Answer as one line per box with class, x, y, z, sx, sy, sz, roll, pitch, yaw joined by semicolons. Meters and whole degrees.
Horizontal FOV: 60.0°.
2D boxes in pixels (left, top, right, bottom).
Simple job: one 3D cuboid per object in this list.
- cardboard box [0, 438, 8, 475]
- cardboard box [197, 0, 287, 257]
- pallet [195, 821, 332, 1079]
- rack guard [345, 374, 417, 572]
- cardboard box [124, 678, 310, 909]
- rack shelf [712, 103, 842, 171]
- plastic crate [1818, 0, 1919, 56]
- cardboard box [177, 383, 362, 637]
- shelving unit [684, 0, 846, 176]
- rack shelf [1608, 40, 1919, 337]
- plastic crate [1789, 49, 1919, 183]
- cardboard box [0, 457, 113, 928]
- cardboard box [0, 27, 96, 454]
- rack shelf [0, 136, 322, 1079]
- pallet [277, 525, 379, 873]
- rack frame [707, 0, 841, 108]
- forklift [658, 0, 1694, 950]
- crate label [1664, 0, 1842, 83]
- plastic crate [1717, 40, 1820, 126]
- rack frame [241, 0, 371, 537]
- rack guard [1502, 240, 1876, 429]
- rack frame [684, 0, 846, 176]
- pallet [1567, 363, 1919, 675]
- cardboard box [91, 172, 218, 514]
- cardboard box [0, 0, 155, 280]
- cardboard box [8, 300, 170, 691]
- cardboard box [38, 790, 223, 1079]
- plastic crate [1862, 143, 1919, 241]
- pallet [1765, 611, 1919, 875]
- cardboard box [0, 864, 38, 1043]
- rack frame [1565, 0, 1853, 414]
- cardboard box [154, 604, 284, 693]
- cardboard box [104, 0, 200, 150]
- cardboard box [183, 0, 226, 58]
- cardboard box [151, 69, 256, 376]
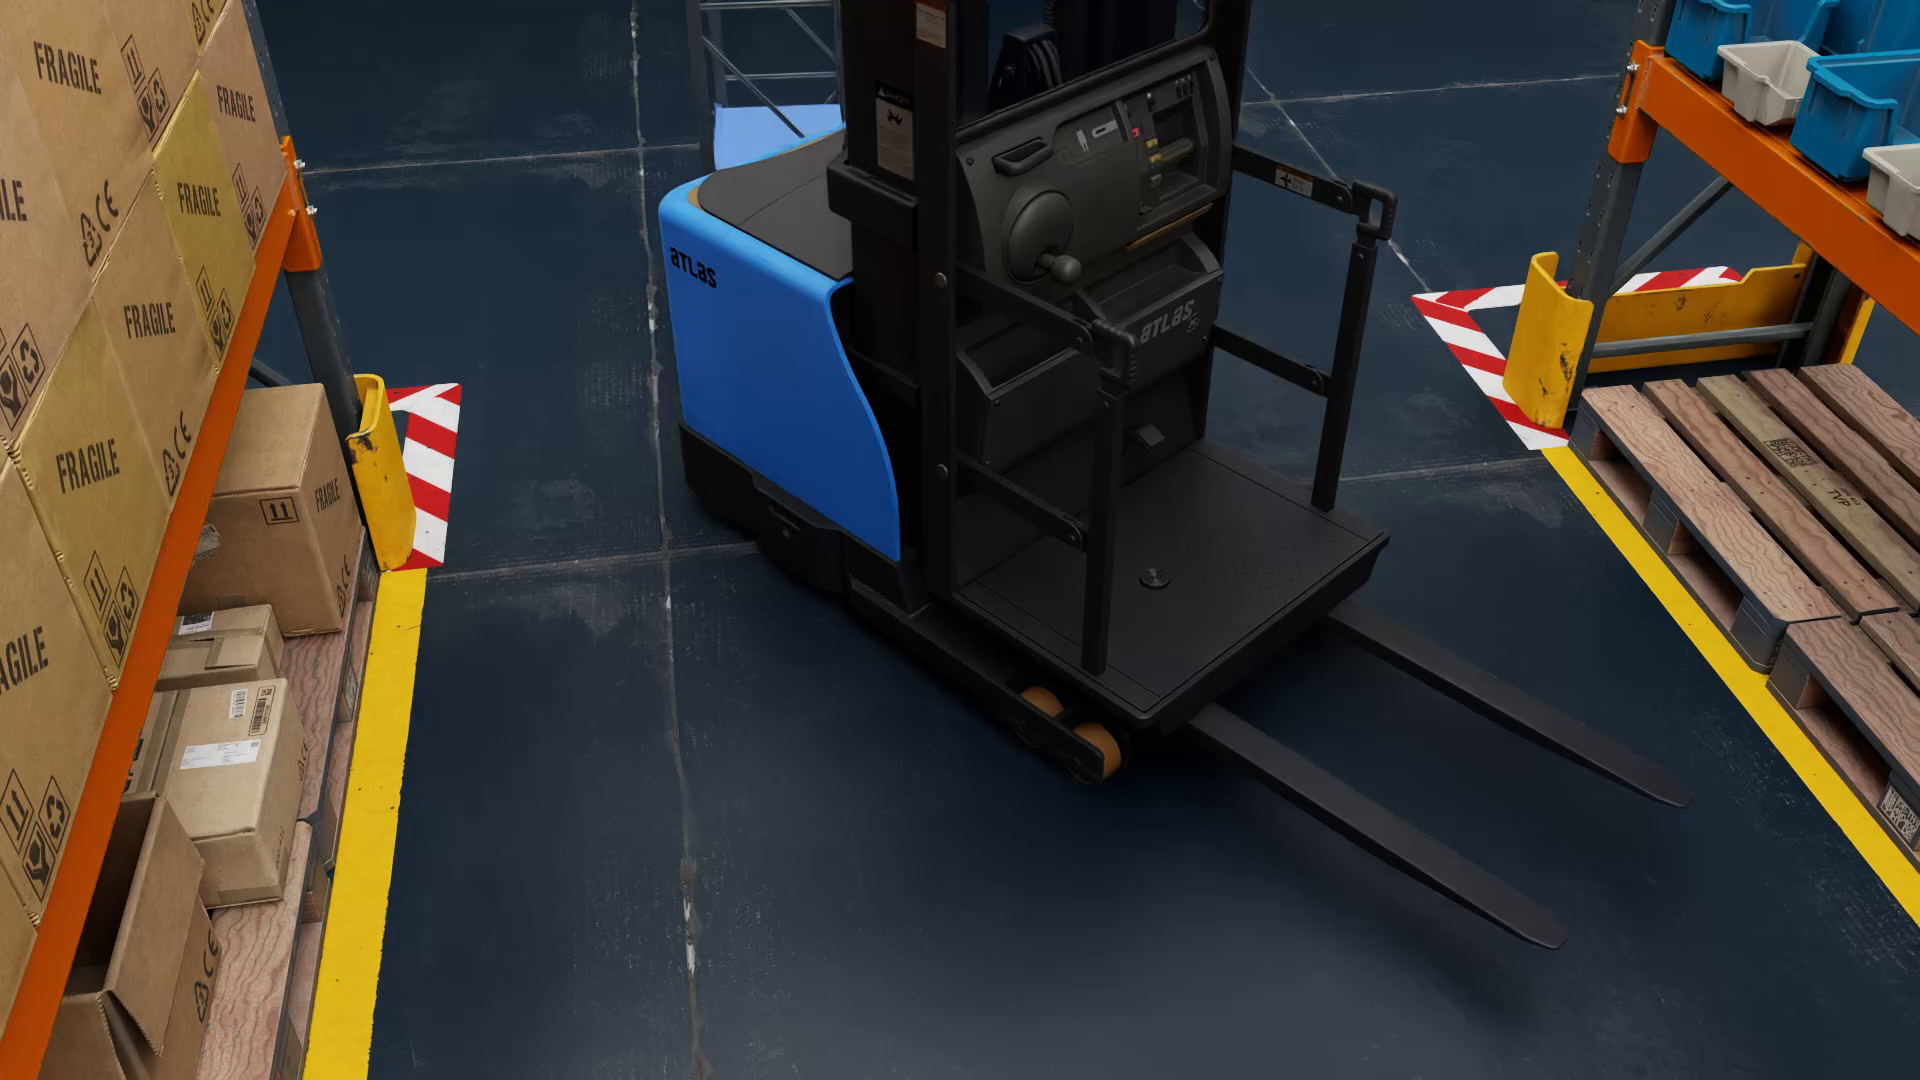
cardboard box;-1.605;-0.139;2.087;0.500;0.500;0.500;-7;38;-9
cardboard box;-1.974;-0.982;3.987;0.500;0.500;0.500;-5;38;-7
pallet;-1.956;1.180;3.559;1.003;0.211;1.213;-6;38;-8
rack guard;-2.307;-0.150;5.036;1.175;0.500;0.348;-6;38;-8
cardboard box;-1.846;0.608;3.906;0.500;0.250;0.500;-6;38;-8
rack shelf;-0.631;-1.294;5.986;0.538;0.185;1.000;-3;38;-4
plastic crate;2.799;-1.570;4.748;0.616;0.435;0.499;-6;38;-8
cardboard box;-1.983;-0.068;4.572;0.500;0.500;0.500;-6;38;-8
shelving unit;-0.631;-1.436;5.876;0.538;1.500;1.048;-3;38;-4
rack shelf;2.907;-0.222;3.677;1.077;0.370;4.000;-6;38;-8
plastic crate;2.391;-1.089;4.295;0.416;0.233;0.300;-6;38;-8
cardboard box;-1.619;0.245;2.409;0.500;0.500;0.500;-6;38;-8
cardboard box;-1.697;-0.451;2.489;0.500;0.500;0.500;-5;38;-7
rack shelf;-1.970;0.309;2.994;1.077;0.370;4.000;-6;38;-8
pallet;-2.166;0.445;4.505;1.003;0.211;1.213;-6;38;-8
rack frame;-0.676;-1.747;6.276;0.500;1.500;0.032;-3;38;-4
forklift;0.504;-0.871;3.982;1.130;2.935;3.031;-31;48;-34
crate label;2.276;-1.487;4.807;0.416;0.233;0.303;-6;38;-8
plastic crate;2.251;-1.246;4.575;0.250;0.136;0.298;-6;38;-8
rack frame;-2.321;-1.184;4.328;1.000;3.000;0.127;-6;38;-8
rack guard;2.540;-0.740;5.795;1.175;0.500;0.348;-6;38;-8
rack frame;-0.587;-1.125;5.476;0.500;1.500;0.032;-3;38;-4
pallet;2.663;-0.111;5.220;1.003;0.211;1.213;-6;38;-8
cardboard box;-1.798;-0.367;3.196;0.500;0.500;0.500;-6;38;-8
cardboard box;-1.787;-0.761;2.888;0.500;0.500;0.500;-5;38;-7
cardboard box;-1.709;-0.062;2.804;0.500;0.500;0.500;-7;38;-9
cardboard box;-1.954;0.910;3.309;0.797;0.503;0.637;-6;38;-8
plastic crate;2.370;-0.837;4.048;0.250;0.136;0.298;-6;38;-8
pallet;2.874;0.625;4.274;1.003;0.211;1.213;-6;38;-8
cardboard box;-1.533;0.547;2.020;0.500;0.500;0.500;-6;38;-7
rack frame;2.557;-1.714;5.011;1.000;3.000;0.127;-6;38;-8
cardboard box;-2.000;0.318;4.347;0.380;0.166;0.250;-6;38;-8
cardboard box;-1.882;-1.074;3.290;0.500;0.500;0.500;-5;38;-7
cardboard box;-1.972;-1.379;3.683;0.500;0.500;0.500;-7;38;-8
cardboard box;-1.880;-0.669;3.584;0.500;0.500;0.500;-6;38;-8
